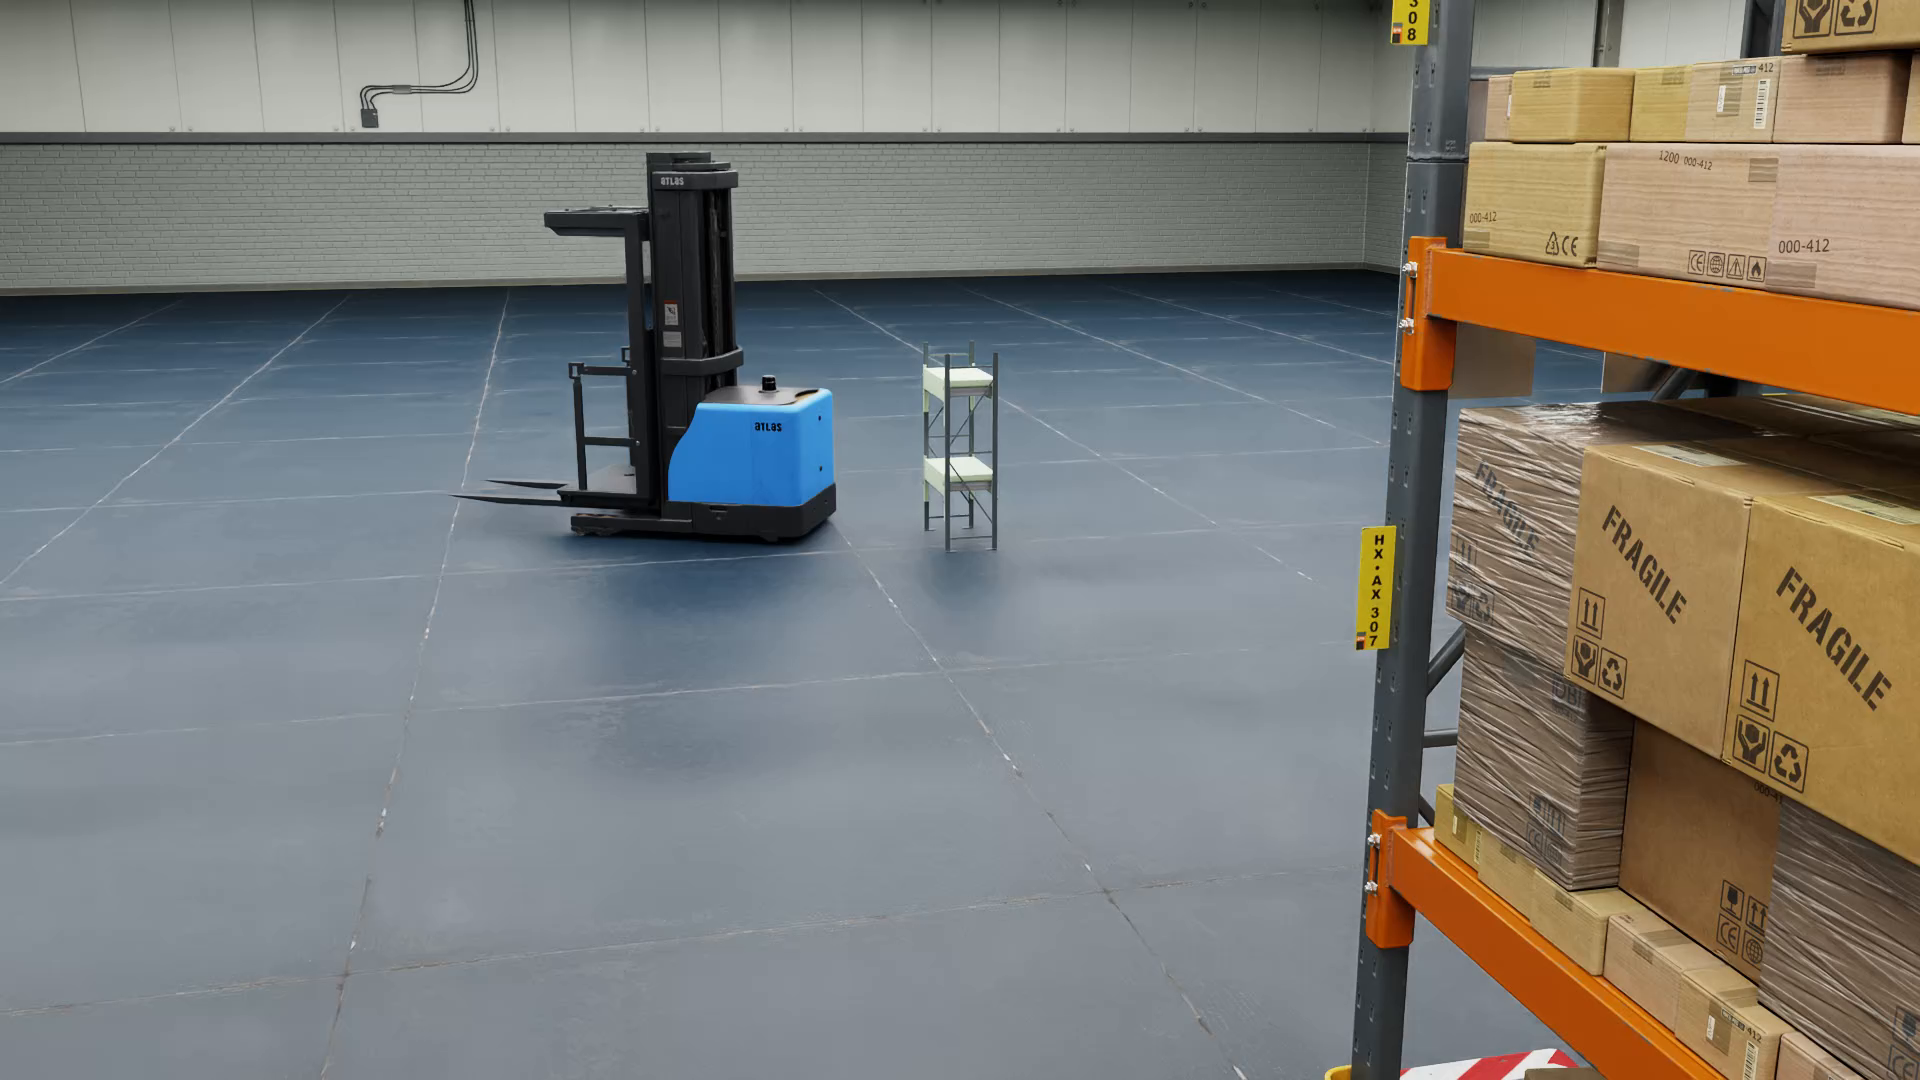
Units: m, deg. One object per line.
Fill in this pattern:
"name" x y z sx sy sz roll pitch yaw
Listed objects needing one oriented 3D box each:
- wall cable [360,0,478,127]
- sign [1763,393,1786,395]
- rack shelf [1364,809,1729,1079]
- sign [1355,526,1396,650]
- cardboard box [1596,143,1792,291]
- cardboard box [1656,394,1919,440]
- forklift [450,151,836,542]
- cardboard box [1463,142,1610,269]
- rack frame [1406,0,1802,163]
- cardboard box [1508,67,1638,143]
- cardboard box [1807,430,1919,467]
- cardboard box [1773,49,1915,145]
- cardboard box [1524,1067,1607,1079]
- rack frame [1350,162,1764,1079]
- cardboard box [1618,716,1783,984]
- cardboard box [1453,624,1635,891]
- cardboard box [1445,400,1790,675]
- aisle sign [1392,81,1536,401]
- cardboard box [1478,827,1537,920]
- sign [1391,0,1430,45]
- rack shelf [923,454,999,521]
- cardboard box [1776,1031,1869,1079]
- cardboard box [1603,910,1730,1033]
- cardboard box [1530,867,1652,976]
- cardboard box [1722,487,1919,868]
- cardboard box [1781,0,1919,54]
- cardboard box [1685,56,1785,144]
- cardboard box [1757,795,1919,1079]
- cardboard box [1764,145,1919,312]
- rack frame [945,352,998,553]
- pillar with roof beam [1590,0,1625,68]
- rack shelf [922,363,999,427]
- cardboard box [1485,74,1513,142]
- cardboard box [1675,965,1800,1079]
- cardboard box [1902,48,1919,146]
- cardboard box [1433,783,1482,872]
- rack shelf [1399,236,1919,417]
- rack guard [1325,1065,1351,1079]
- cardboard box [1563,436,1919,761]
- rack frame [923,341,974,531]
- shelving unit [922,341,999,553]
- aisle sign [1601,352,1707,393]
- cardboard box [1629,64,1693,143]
"wall cable" -10.791 -11.211 32.687 2.305 6.003 0.169 -3 14 -13
"sign" 2.143 -0.228 4.433 0.100 0.325 0.005 -3 14 -13
"rack shelf" 2.068 1.326 2.697 1.077 0.370 4.000 -3 14 -13
"sign" 1.071 0.124 4.274 0.100 0.325 0.005 -3 14 -13
"cardboard box" 1.588 -0.625 3.162 0.500 0.250 0.500 -4 14 -14
"cardboard box" 1.968 -0.051 3.871 0.500 0.500 0.500 -3 14 -13
"forklift" -2.584 -1.569 13.173 3.031 2.935 1.130 3 14 12
"cardboard box" 1.460 -0.744 3.648 0.500 0.250 0.500 -3 14 -12
"rack frame" 1.599 -2.400 3.788 1.000 3.000 0.127 -3 14 -13
"cardboard box" 1.405 -0.922 3.535 0.380 0.149 0.250 -3 14 -12
"cardboard box" 2.091 0.064 3.401 0.500 0.500 0.500 -3 14 -13
"cardboard box" 1.632 -0.747 2.821 0.380 0.149 0.250 -3 14 -13
"cardboard box" 1.729 1.670 4.154 0.500 0.500 0.500 -1 14 -3
"rack frame" 1.599 0.515 4.500 1.000 3.000 0.127 -3 14 -13
"cardboard box" 1.935 0.559 3.483 0.875 0.500 0.500 -3 14 -13
"cardboard box" 1.701 0.450 3.927 0.875 0.500 0.500 -3 14 -13
"cardboard box" 1.463 -0.022 3.753 0.500 0.500 0.500 -3 14 -13
"aisle sign" 1.292 -0.746 4.182 0.394 0.787 0.004 -3 14 -13
"cardboard box" 1.474 0.774 3.966 0.380 0.149 0.250 -3 14 -13
"sign" 1.071 -1.337 3.917 0.100 0.325 0.005 -3 14 -13
"rack shelf" -0.002 -0.413 12.833 0.431 0.370 0.720 -3 14 -13
"cardboard box" 1.734 1.004 3.028 0.380 0.149 0.250 -3 14 -13
"cardboard box" 1.597 0.889 3.495 0.380 0.149 0.250 -3 14 -13
"cardboard box" 1.518 0.833 3.727 0.380 0.149 0.250 -3 14 -13
"cardboard box" 1.692 0.209 2.807 0.500 0.500 0.500 -3 14 -13
"cardboard box" 1.685 -1.021 2.574 0.500 0.500 0.500 -3 14 -13
"cardboard box" 1.579 -0.803 3.051 0.380 0.149 0.250 -3 14 -11
"cardboard box" 2.010 0.676 3.001 0.875 0.500 0.500 -3 14 -13
"cardboard box" 1.700 -0.511 2.694 0.500 0.250 0.500 -3 14 -13
"rack frame" 0.084 -0.646 12.410 0.400 1.500 0.023 -3 14 -13
"pillar with roof beam" 7.227 -8.411 28.395 9.100 9.000 0.400 -3 14 -13
"rack shelf" -0.002 -1.109 12.663 0.431 0.370 0.720 -3 14 -13
"cardboard box" 1.438 -0.987 3.802 0.380 0.149 0.250 -3 14 -14
"cardboard box" 1.649 0.948 3.258 0.380 0.149 0.250 -3 14 -13
"cardboard box" 1.711 -0.685 2.566 0.380 0.149 0.250 -4 14 -16
"cardboard box" 1.434 0.716 4.207 0.380 0.149 0.250 -3 14 -13
"rack shelf" 2.068 -0.132 2.341 1.077 0.370 4.000 -3 14 -13
"rack guard" 1.616 1.746 4.725 1.175 0.500 0.348 -3 14 -13
"cardboard box" 1.573 0.094 3.279 0.500 0.500 0.500 -3 14 -13
"rack frame" -0.088 -0.815 13.101 0.400 1.500 0.023 -3 14 -13
"shelving unit" -0.002 -0.730 12.755 0.431 1.500 0.755 -3 14 -13
"aisle sign" 1.876 -0.779 4.319 0.394 0.787 0.004 -3 14 -13
"cardboard box" 1.584 -0.870 3.325 0.380 0.149 0.250 -4 14 -14
